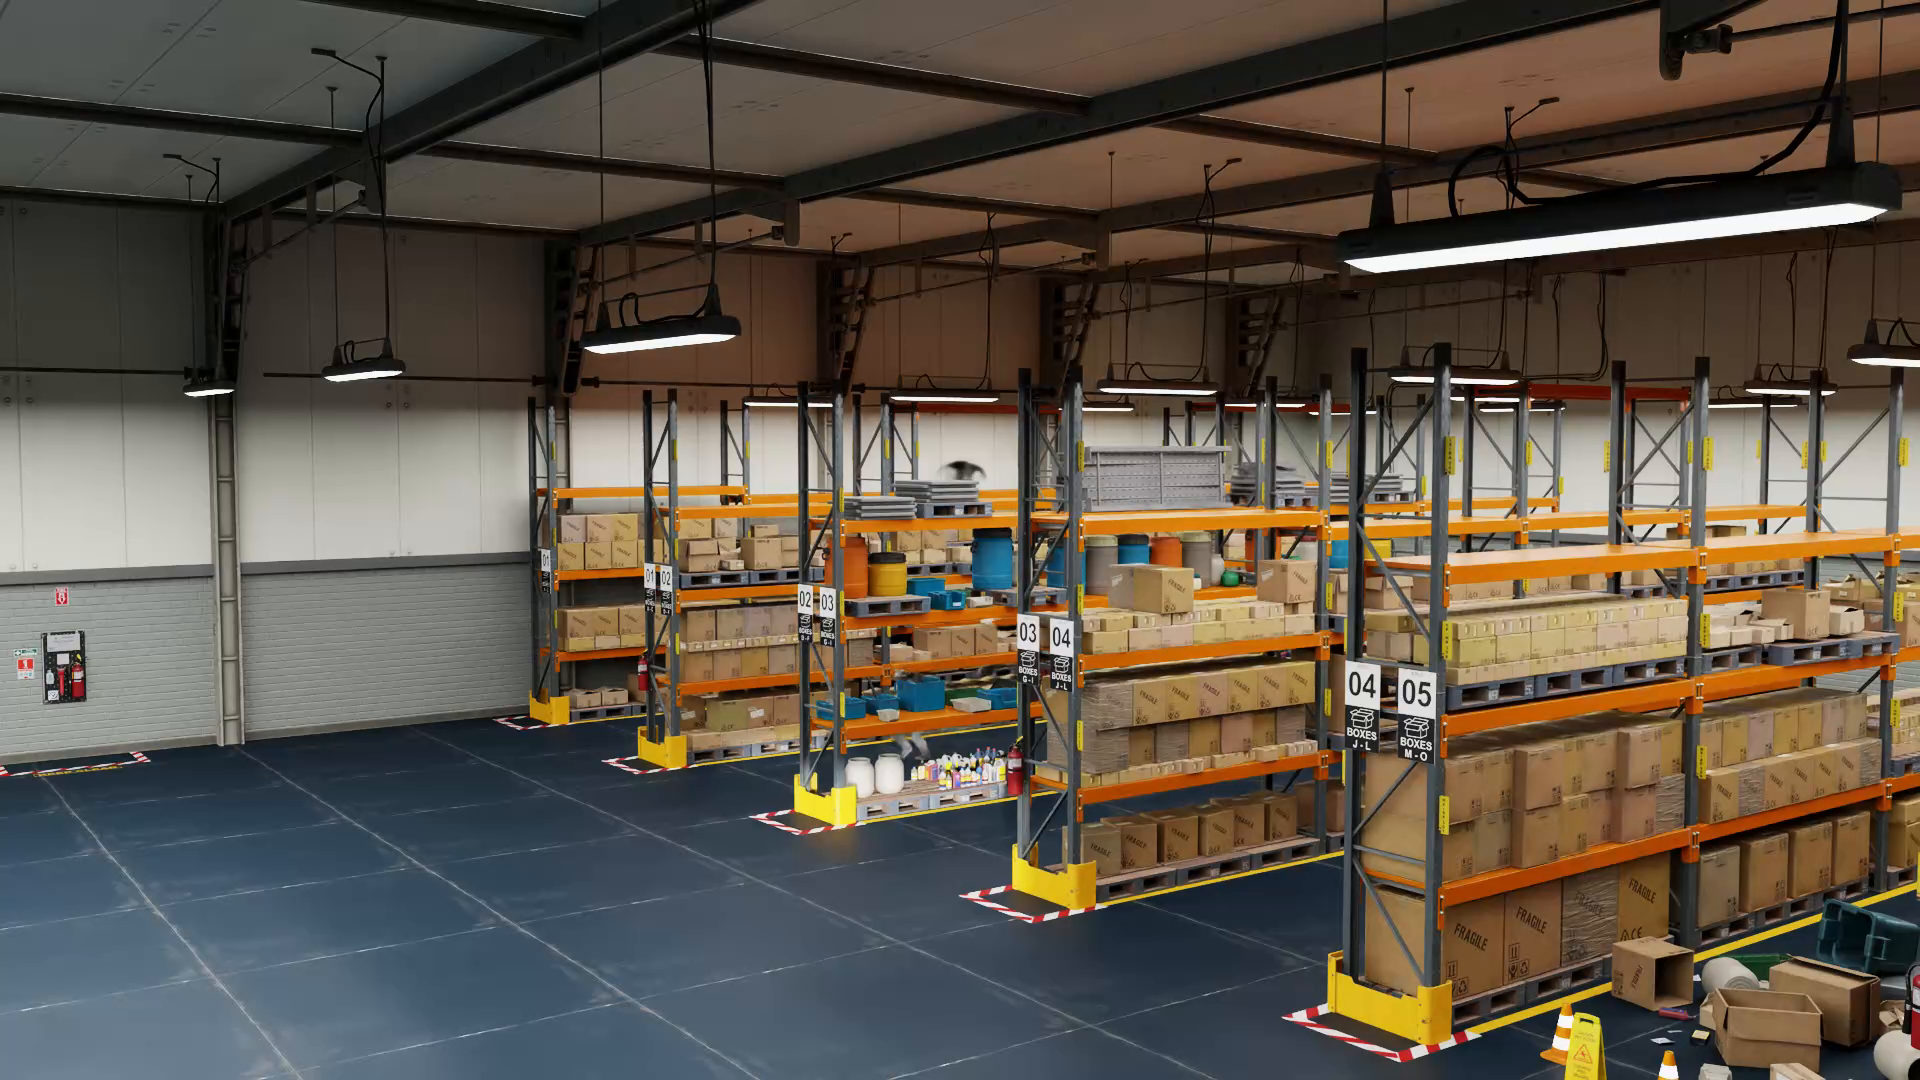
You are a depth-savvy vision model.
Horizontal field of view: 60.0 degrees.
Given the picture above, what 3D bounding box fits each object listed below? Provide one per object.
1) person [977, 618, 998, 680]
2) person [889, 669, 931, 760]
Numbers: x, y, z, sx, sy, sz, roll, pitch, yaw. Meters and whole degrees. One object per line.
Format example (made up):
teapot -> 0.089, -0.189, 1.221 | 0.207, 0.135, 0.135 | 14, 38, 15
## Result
person -> 0.579, 2.374, 33.377 | 0.529, 1.684, 0.720 | -1, 3, -13
person -> -0.836, 2.802, 26.661 | 0.960, 1.533, 0.587 | -3, 5, -42
